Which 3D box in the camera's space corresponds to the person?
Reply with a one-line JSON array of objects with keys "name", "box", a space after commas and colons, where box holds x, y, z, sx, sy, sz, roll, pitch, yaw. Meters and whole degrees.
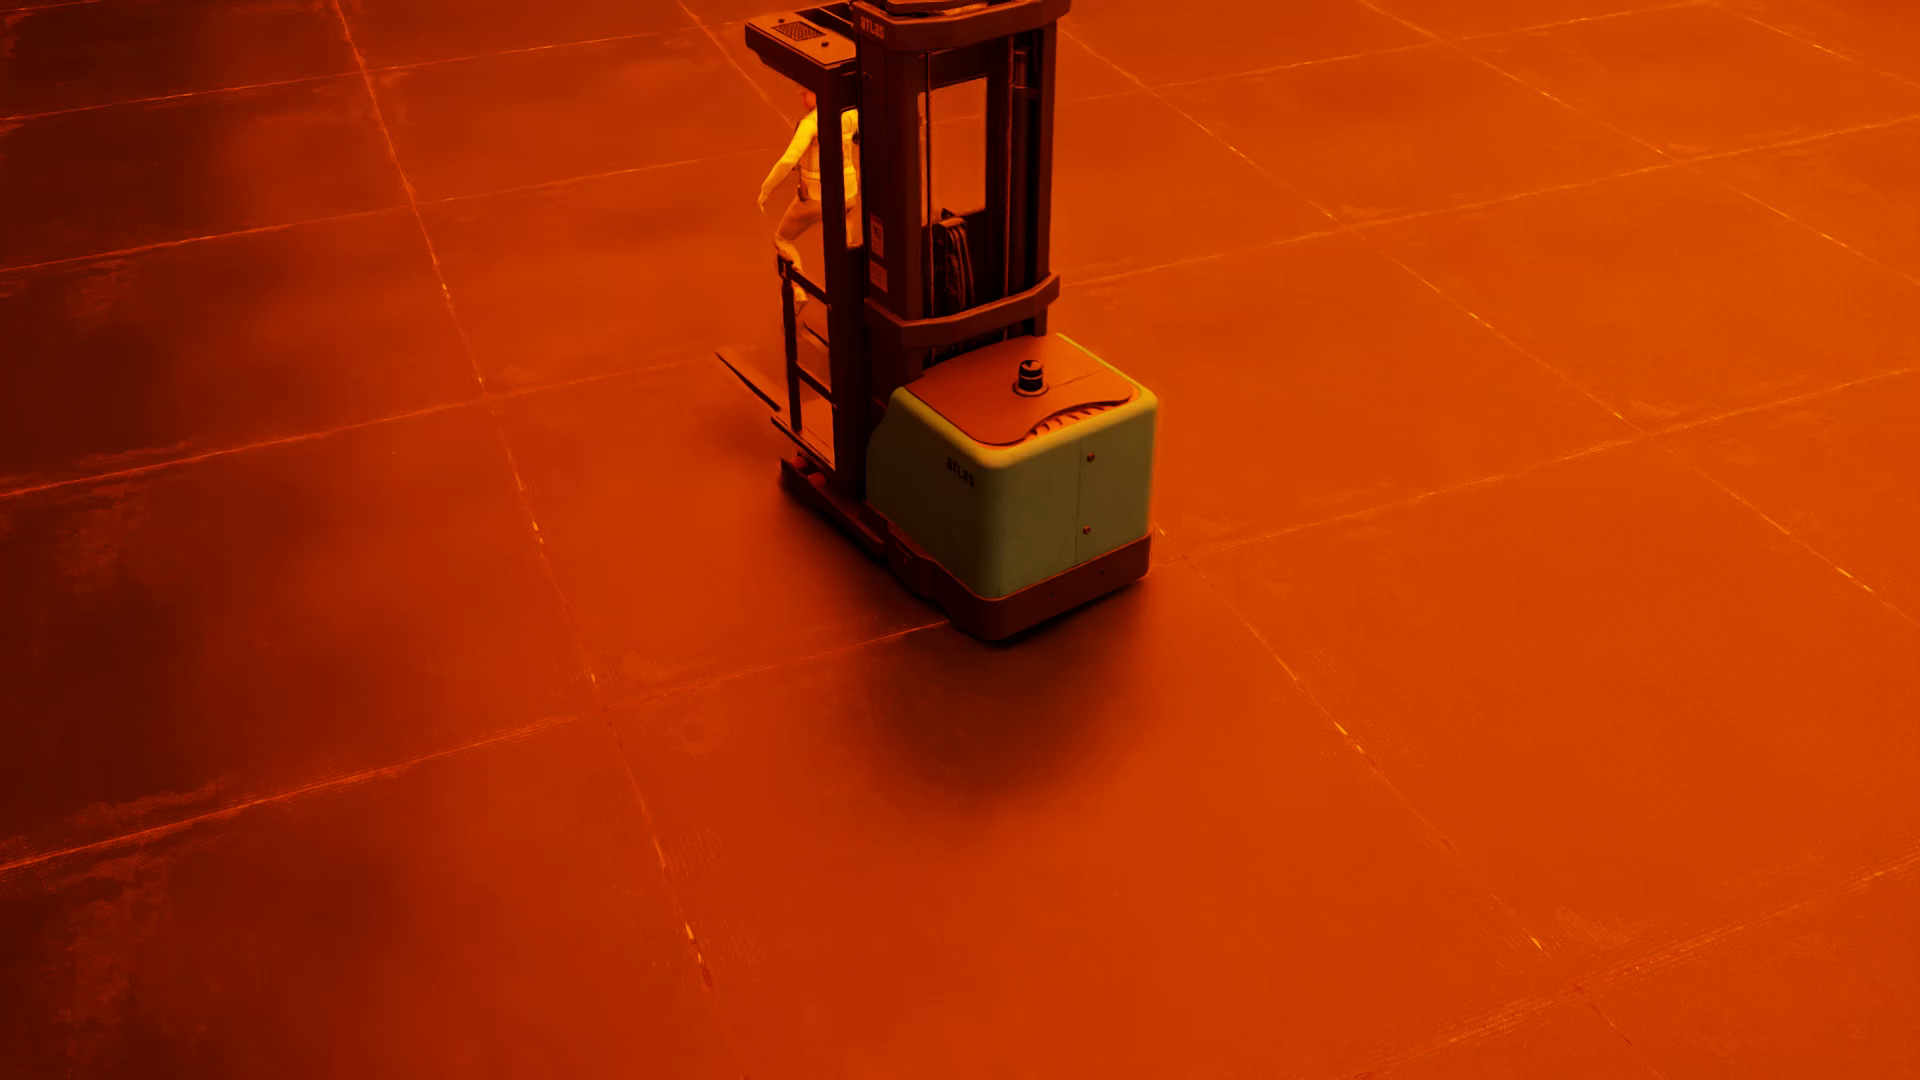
[{"name": "person", "box": [-0.841, -2.191, 10.412, 0.948, 1.551, 0.537, -25, 42, -31]}]

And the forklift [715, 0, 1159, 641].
[{"name": "forklift", "box": [-0.310, -1.530, 8.251, 1.130, 2.935, 3.031, -22, 41, -28]}]
